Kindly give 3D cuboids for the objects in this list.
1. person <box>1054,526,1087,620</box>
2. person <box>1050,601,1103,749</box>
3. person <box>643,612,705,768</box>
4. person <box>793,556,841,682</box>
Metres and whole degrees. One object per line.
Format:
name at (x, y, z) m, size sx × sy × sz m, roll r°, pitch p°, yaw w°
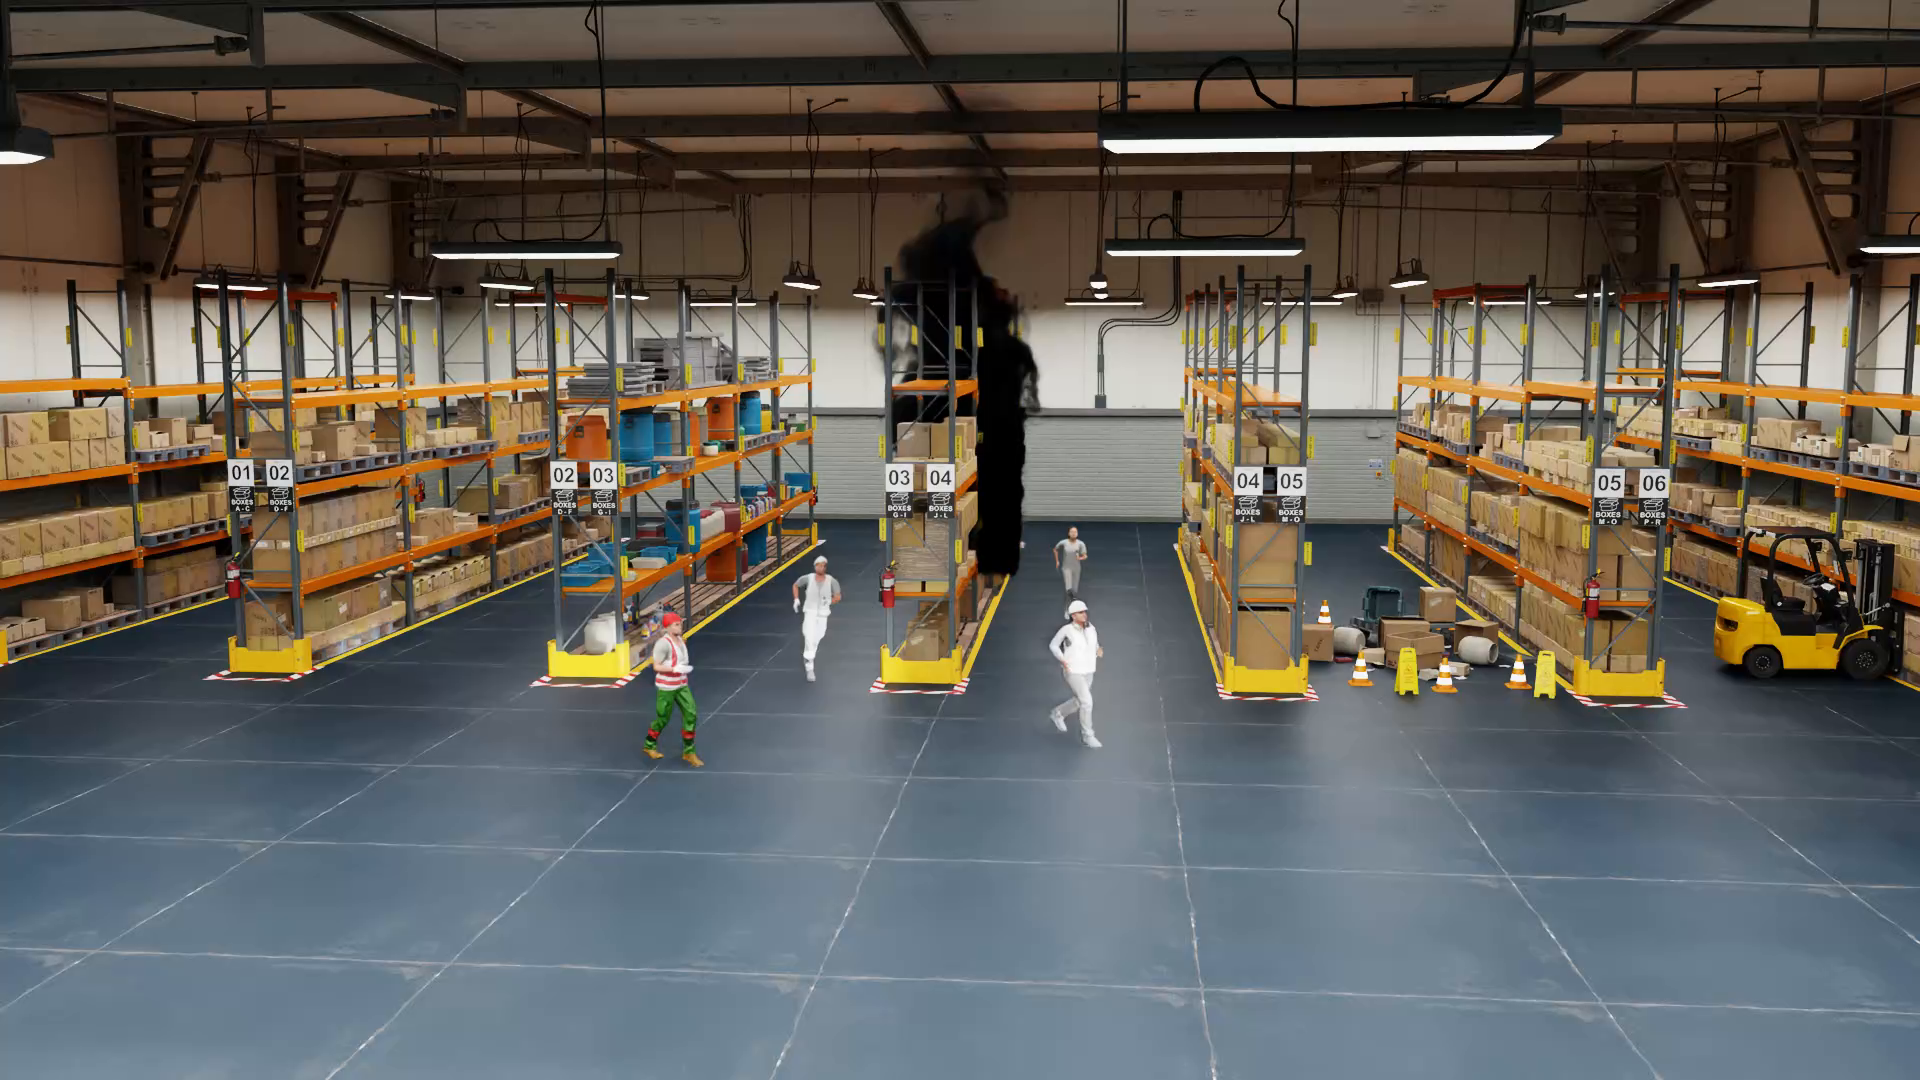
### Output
person at (1.984, 0.577, 29.671) m, size 0.549 × 1.684 × 0.673 m, roll -1°, pitch 7°, yaw -9°
person at (1.465, 1.629, 20.619) m, size 0.648 × 1.787 × 0.890 m, roll -6°, pitch 9°, yaw -42°
person at (-3.399, 1.753, 19.479) m, size 0.813 × 1.830 × 0.631 m, roll 4°, pitch 8°, yaw 31°
person at (-2.111, 1.128, 24.666) m, size 0.702 × 1.792 × 0.947 m, roll -2°, pitch 7°, yaw -16°
